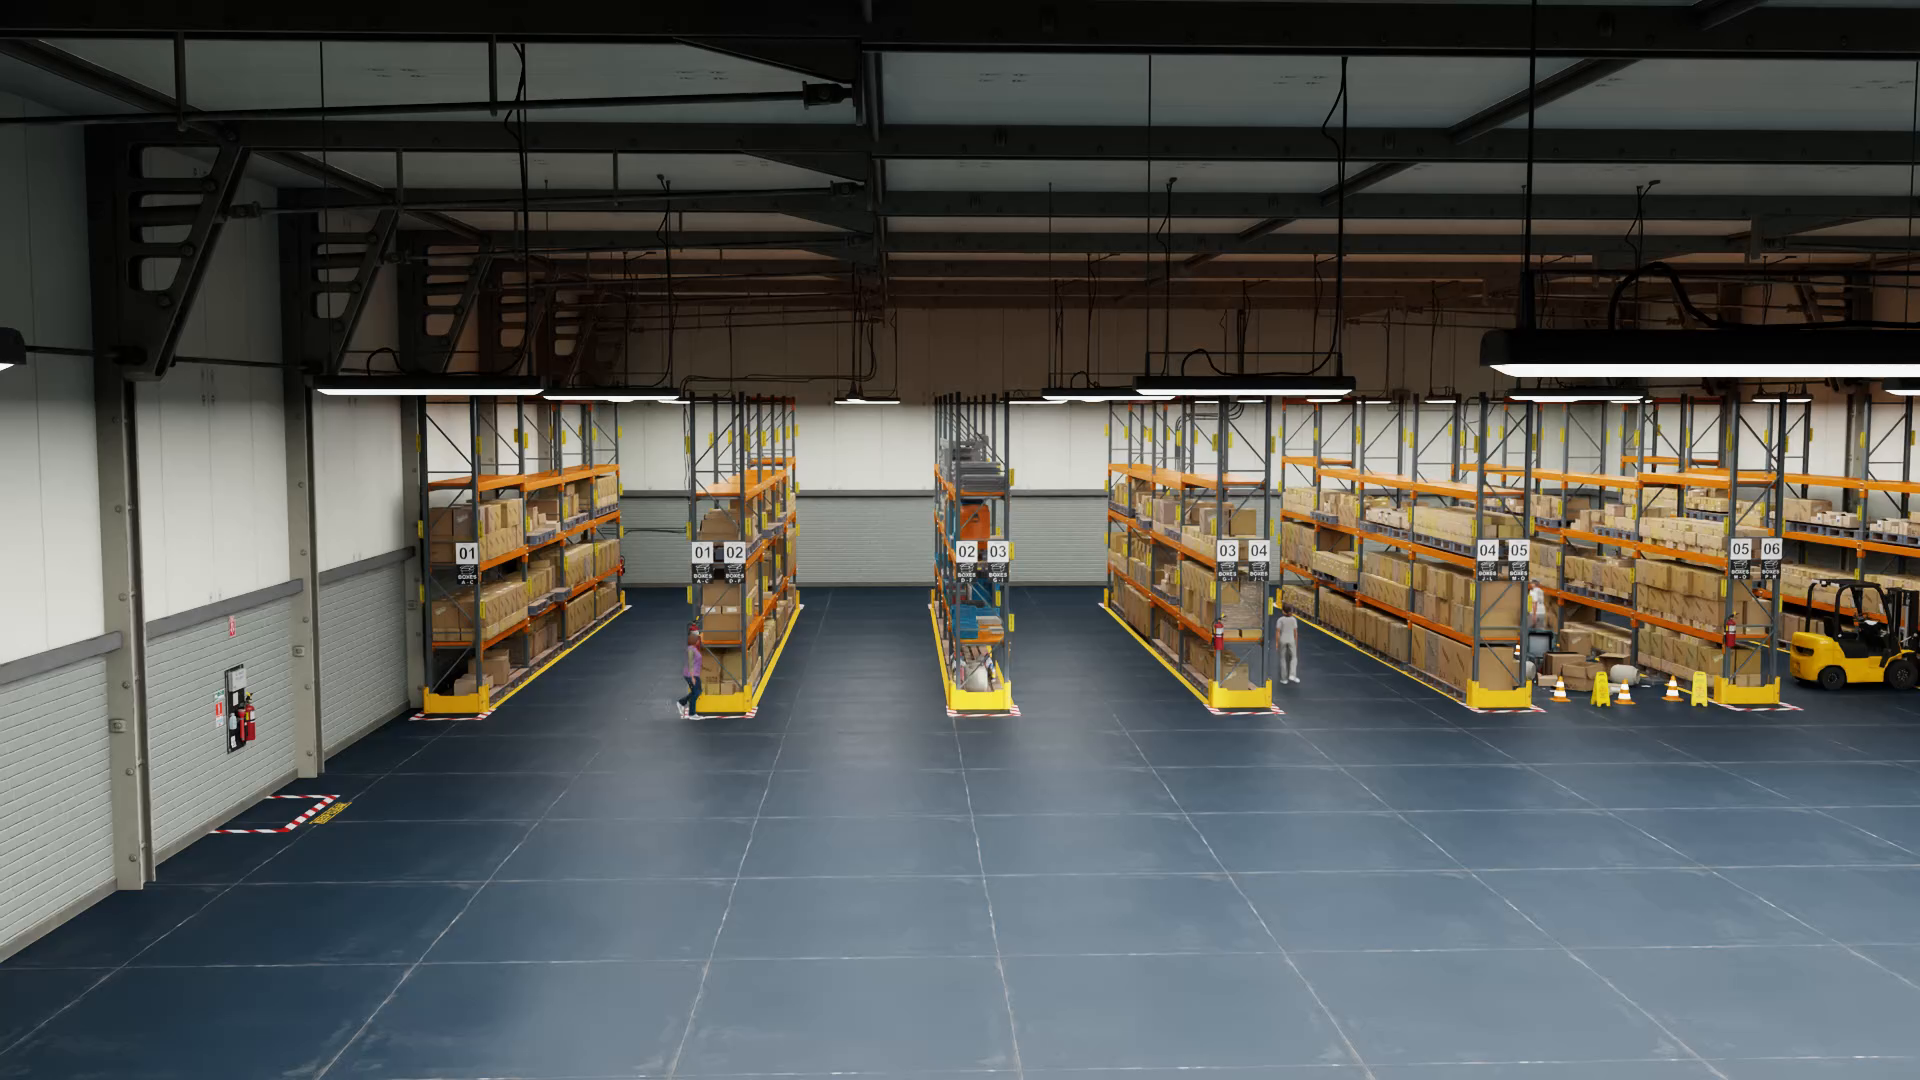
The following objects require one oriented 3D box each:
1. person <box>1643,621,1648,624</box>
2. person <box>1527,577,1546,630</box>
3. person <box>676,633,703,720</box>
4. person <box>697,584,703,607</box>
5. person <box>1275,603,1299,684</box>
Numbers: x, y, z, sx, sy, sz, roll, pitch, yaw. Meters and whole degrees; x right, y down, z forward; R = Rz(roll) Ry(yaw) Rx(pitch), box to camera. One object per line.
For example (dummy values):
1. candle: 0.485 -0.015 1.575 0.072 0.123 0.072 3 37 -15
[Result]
1. person: 16.907 1.592 40.393 0.592 1.785 0.408 -2 5 -25
2. person: 13.421 1.754 38.723 0.535 1.776 0.684 -2 5 -19
3. person: -4.949 2.486 30.373 0.550 1.581 0.412 1 5 10
4. person: -7.432 1.083 47.750 0.511 1.595 1.021 0 5 -5
5. person: 6.759 2.146 34.343 0.492 1.667 0.534 0 5 -1
